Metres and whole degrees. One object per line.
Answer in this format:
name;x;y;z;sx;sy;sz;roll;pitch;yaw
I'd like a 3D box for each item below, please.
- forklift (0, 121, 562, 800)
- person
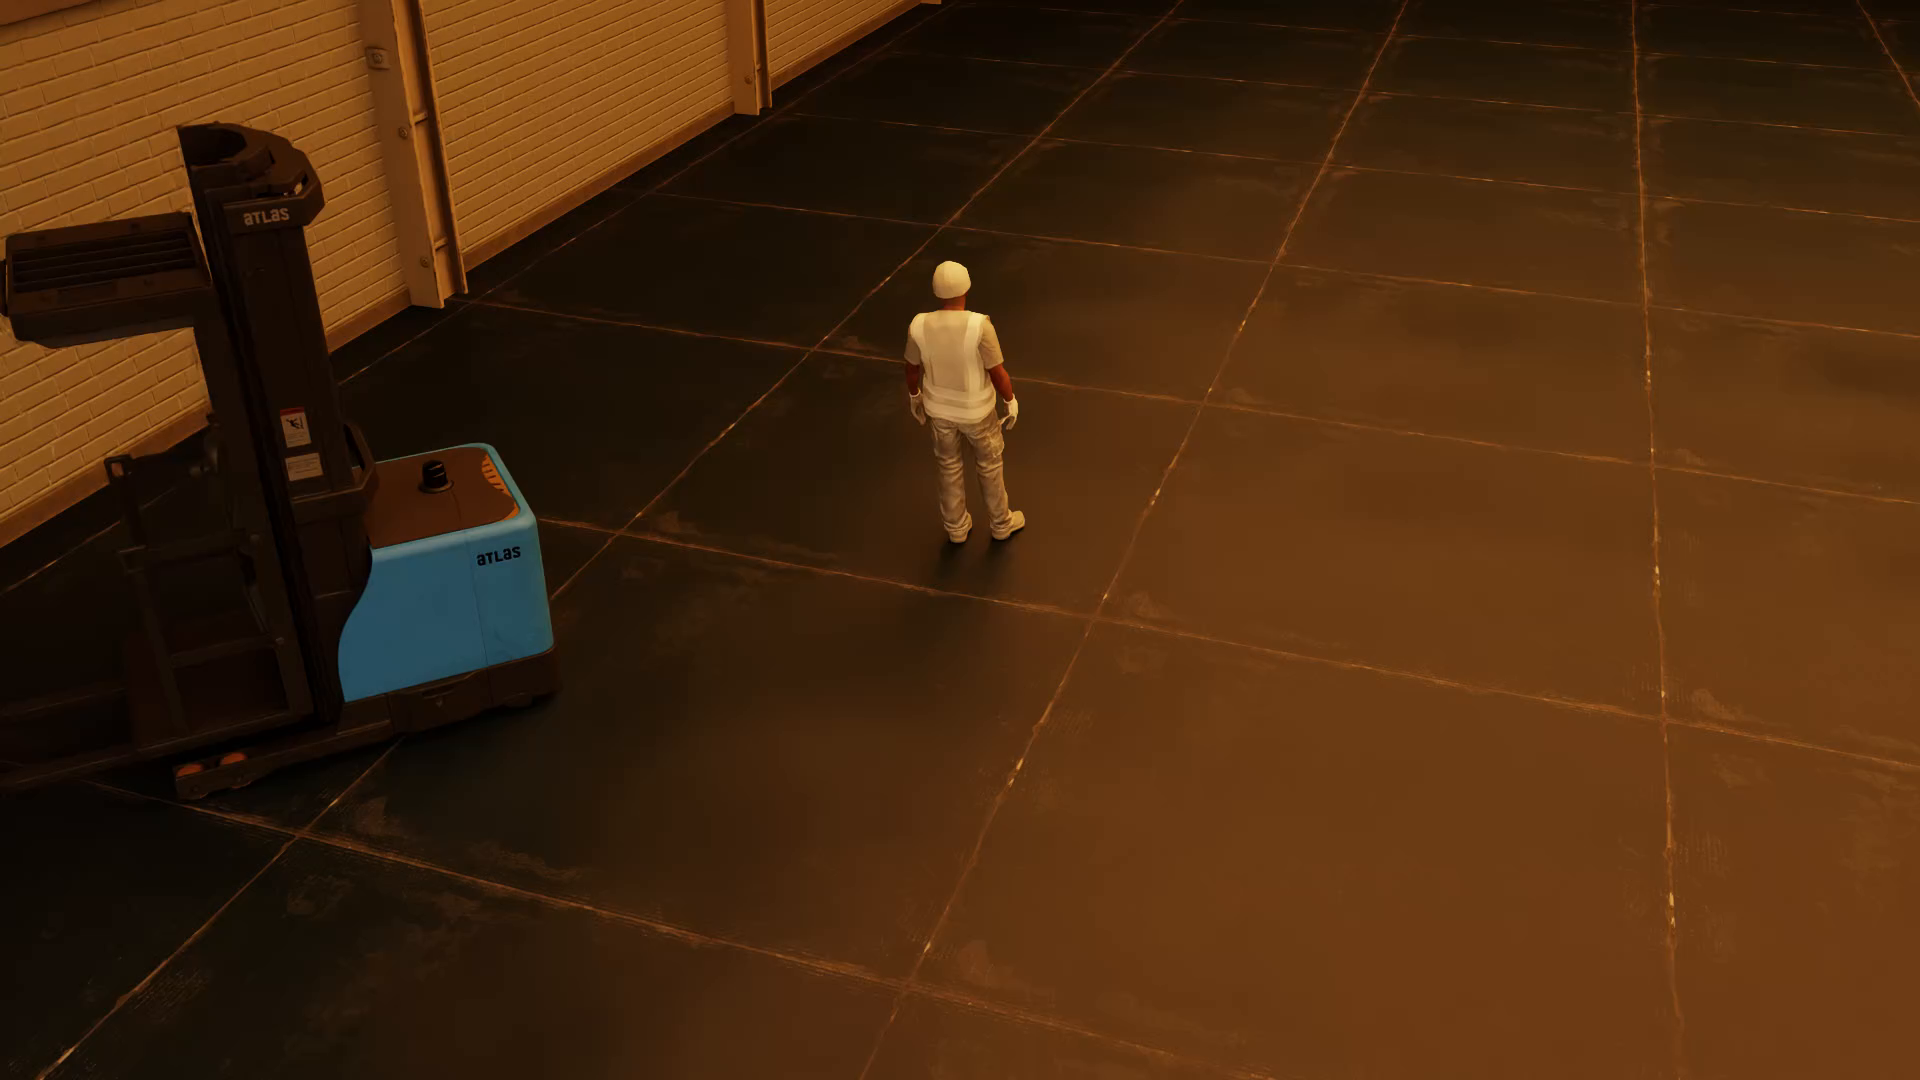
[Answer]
forklift;-3.623;-0.335;7.725;3.031;2.935;1.130;-14;33;-23
person;0.032;-0.813;9.707;0.656;1.782;0.577;10;31;16
